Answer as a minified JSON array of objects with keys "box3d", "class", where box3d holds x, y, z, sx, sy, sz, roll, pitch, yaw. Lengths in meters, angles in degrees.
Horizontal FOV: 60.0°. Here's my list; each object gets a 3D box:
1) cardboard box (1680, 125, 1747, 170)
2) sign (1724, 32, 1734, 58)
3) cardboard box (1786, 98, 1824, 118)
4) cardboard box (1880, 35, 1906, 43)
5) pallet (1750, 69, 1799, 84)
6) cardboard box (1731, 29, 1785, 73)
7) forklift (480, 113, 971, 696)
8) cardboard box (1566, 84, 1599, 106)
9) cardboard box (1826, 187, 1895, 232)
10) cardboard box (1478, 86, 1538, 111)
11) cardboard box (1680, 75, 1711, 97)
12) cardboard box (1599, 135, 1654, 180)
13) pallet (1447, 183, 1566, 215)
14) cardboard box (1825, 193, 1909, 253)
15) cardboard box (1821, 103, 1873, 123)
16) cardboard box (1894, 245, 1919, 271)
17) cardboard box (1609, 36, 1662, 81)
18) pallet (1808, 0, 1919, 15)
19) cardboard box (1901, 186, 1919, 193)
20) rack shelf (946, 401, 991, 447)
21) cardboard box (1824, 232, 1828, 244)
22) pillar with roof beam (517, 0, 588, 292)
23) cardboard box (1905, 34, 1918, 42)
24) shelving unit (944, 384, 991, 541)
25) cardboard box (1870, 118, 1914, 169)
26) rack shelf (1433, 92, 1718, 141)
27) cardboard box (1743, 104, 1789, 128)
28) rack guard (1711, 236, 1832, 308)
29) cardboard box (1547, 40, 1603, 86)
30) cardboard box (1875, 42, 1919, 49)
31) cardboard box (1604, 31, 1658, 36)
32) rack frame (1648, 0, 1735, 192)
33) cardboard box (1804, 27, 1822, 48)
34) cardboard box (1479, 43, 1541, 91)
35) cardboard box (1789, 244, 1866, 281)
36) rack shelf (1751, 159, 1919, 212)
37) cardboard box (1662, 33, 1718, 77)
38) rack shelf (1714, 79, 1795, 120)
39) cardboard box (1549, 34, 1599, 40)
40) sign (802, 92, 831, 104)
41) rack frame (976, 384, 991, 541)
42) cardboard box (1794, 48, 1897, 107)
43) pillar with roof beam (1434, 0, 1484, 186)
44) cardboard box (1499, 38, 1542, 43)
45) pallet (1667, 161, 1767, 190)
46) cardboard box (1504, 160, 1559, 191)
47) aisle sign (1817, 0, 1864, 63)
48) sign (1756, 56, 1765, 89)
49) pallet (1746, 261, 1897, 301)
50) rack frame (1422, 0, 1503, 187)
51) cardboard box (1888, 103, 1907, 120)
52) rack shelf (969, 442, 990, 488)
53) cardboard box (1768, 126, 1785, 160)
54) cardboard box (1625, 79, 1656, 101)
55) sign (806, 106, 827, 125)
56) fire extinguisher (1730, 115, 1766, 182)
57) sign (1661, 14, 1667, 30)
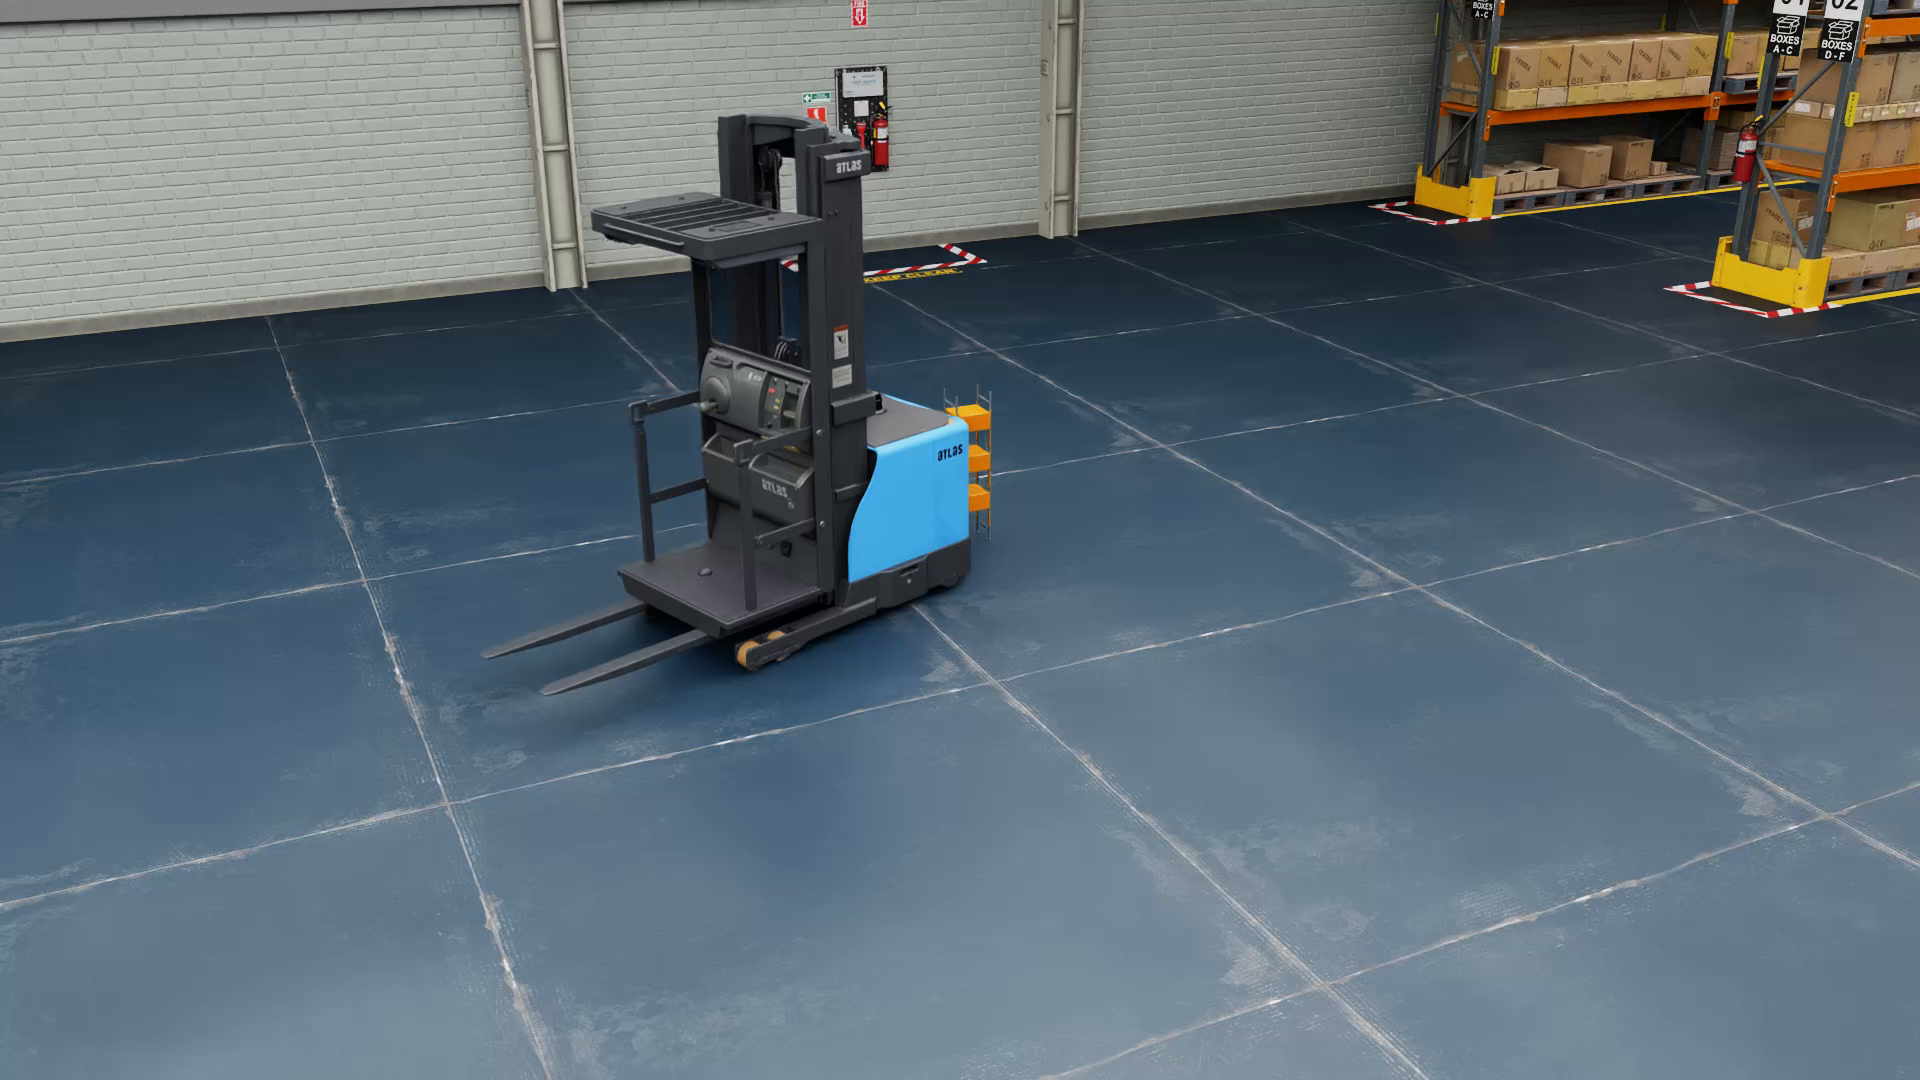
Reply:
[{"box3d":[10.599,-5.518,23.351,0.500,0.500,0.700,-10,24,-22],"class":"cardboard box"},{"box3d":[10.185,-6.556,22.034,0.005,0.325,0.100,-10,25,-24],"class":"sign"},{"box3d":[8.752,-4.446,17.091,0.250,0.149,0.380,-11,25,-25],"class":"cardboard box"},{"box3d":[13.128,-7.173,23.951,0.500,0.500,0.700,-14,26,-30],"class":"cardboard box"},{"box3d":[11.781,-6.574,23.460,1.213,0.211,1.003,-10,25,-24],"class":"pallet"},{"box3d":[10.923,-6.754,22.938,0.500,0.500,0.700,-8,24,-18],"class":"cardboard box"},{"box3d":[-1.331,-0.833,9.430,3.031,2.935,1.130,-21,30,-41],"class":"forklift"},{"box3d":[7.839,-5.763,21.420,0.500,0.250,0.500,-11,25,-24],"class":"cardboard box"},{"box3d":[9.739,-3.604,18.100,0.500,0.500,0.500,-10,25,-24],"class":"cardboard box"},{"box3d":[6.916,-5.589,21.001,0.500,0.250,0.500,-11,25,-25],"class":"cardboard box"},{"box3d":[9.647,-6.098,22.231,0.500,0.250,0.500,-10,25,-23],"class":"cardboard box"},{"box3d":[9.025,-5.204,22.593,0.500,0.500,0.500,-12,26,-28],"class":"cardboard box"},{"box3d":[7.154,-4.525,21.905,1.213,0.211,1.003,-10,25,-24],"class":"pallet"},{"box3d":[9.520,-3.337,17.456,0.500,0.500,0.500,-10,25,-24],"class":"cardboard box"},{"box3d":[8.937,-4.308,16.757,0.250,0.149,0.380,-11,25,-24],"class":"cardboard box"},{"box3d":[9.969,-3.074,17.801,0.500,0.250,0.500,-10,25,-24],"class":"cardboard box"},{"box3d":[8.745,-6.278,21.685,0.500,0.500,0.500,-11,25,-25],"class":"cardboard box"},{"box3d":[9.138,-5.425,16.627,1.213,0.211,1.003,-10,25,-24],"class":"pallet"},{"box3d":[10.423,-3.502,17.853,0.500,0.500,0.500,-10,25,-24],"class":"cardboard box"},{"box3d":[0.048,-0.746,10.966,0.240,0.259,0.215,-10,25,-24],"class":"rack shelf"},{"box3d":[9.291,-3.173,18.039,0.500,0.250,0.500,-10,25,-24],"class":"cardboard box"},{"box3d":[-2.352,-5.390,12.505,0.400,9.000,9.100,-10,25,-24],"class":"pillar with roof beam"},{"box3d":[14.095,-7.190,24.153,0.500,0.500,0.500,-10,24,-22],"class":"cardboard box"},{"box3d":[0.048,-0.494,11.071,0.252,1.050,0.215,-10,25,-24],"class":"shelving unit"},{"box3d":[9.387,-4.179,17.294,0.500,0.500,0.700,-10,24,-22],"class":"cardboard box"},{"box3d":[8.140,-5.677,21.984,4.000,0.370,1.077,-10,25,-24],"class":"rack shelf"},{"box3d":[11.461,-6.026,23.598,0.500,0.250,0.500,-11,25,-25],"class":"cardboard box"},{"box3d":[8.468,-2.812,17.391,0.348,0.500,1.175,-10,25,-24],"class":"rack guard"},{"box3d":[7.817,-6.102,21.259,0.500,0.500,0.500,-11,25,-25],"class":"cardboard box"},{"box3d":[9.889,-4.872,17.271,0.500,0.500,0.700,-10,25,-23],"class":"cardboard box"},{"box3d":[8.961,-6.537,22.311,0.500,0.500,0.500,-11,25,-24],"class":"cardboard box"},{"box3d":[9.943,-6.341,22.648,0.127,3.000,1.000,-10,25,-24],"class":"rack frame"},{"box3d":[12.015,-6.959,23.433,0.500,0.500,0.700,-10,25,-24],"class":"cardboard box"},{"box3d":[6.899,-5.940,20.868,0.500,0.500,0.500,-10,25,-24],"class":"cardboard box"},{"box3d":[9.070,-2.907,17.398,0.500,0.250,0.500,-10,25,-24],"class":"cardboard box"},{"box3d":[10.292,-3.971,17.861,4.000,0.370,1.077,-10,25,-24],"class":"rack shelf"},{"box3d":[9.651,-6.443,22.082,0.500,0.500,0.500,-10,25,-24],"class":"cardboard box"},{"box3d":[11.745,-6.341,23.587,4.000,0.370,1.077,-10,25,-24],"class":"rack shelf"},{"box3d":[8.046,-6.367,21.898,0.500,0.500,0.500,-10,25,-23],"class":"cardboard box"},{"box3d":[-1.591,-4.903,18.433,0.331,0.109,0.001,-10,25,-24],"class":"sign"},{"box3d":[0.158,-0.514,11.120,0.008,1.050,0.200,-10,25,-24],"class":"rack frame"},{"box3d":[8.964,-4.699,16.853,0.500,0.500,0.700,-10,25,-23],"class":"cardboard box"},{"box3d":[8.461,-7.380,17.314,0.400,9.000,9.100,-10,25,-24],"class":"pillar with roof beam"},{"box3d":[7.129,-6.196,21.486,0.500,0.500,0.500,-10,25,-23],"class":"cardboard box"},{"box3d":[10.643,-5.183,23.494,1.213,0.211,1.003,-10,25,-24],"class":"pallet"},{"box3d":[7.514,-4.817,21.906,0.500,0.311,0.500,-8,24,-19],"class":"cardboard box"},{"box3d":[8.564,-5.056,16.144,0.004,0.787,0.394,-10,25,-24],"class":"aisle sign"},{"box3d":[8.267,-4.805,17.113,0.005,0.325,0.100,-10,25,-24],"class":"sign"},{"box3d":[9.161,-2.824,17.797,1.213,0.211,1.003,-10,25,-24],"class":"pallet"},{"box3d":[6.338,-5.678,21.045,0.127,3.000,1.000,-10,25,-24],"class":"rack frame"},{"box3d":[9.399,-4.394,16.964,0.250,0.149,0.380,-10,25,-23],"class":"cardboard box"},{"box3d":[0.048,-0.484,11.075,0.240,0.259,0.215,-10,25,-24],"class":"rack shelf"},{"box3d":[11.520,-5.691,23.770,0.500,0.500,0.700,-10,25,-23],"class":"cardboard box"},{"box3d":[8.748,-5.930,21.823,0.500,0.250,0.500,-11,25,-24],"class":"cardboard box"},{"box3d":[-1.599,-4.660,18.540,0.234,0.329,0.001,-10,25,-24],"class":"sign"},{"box3d":[8.182,-4.076,17.276,0.183,0.674,0.296,-10,25,-24],"class":"fire extinguisher"},{"box3d":[9.699,-7.067,22.887,0.005,0.325,0.100,-10,25,-24],"class":"sign"}]
